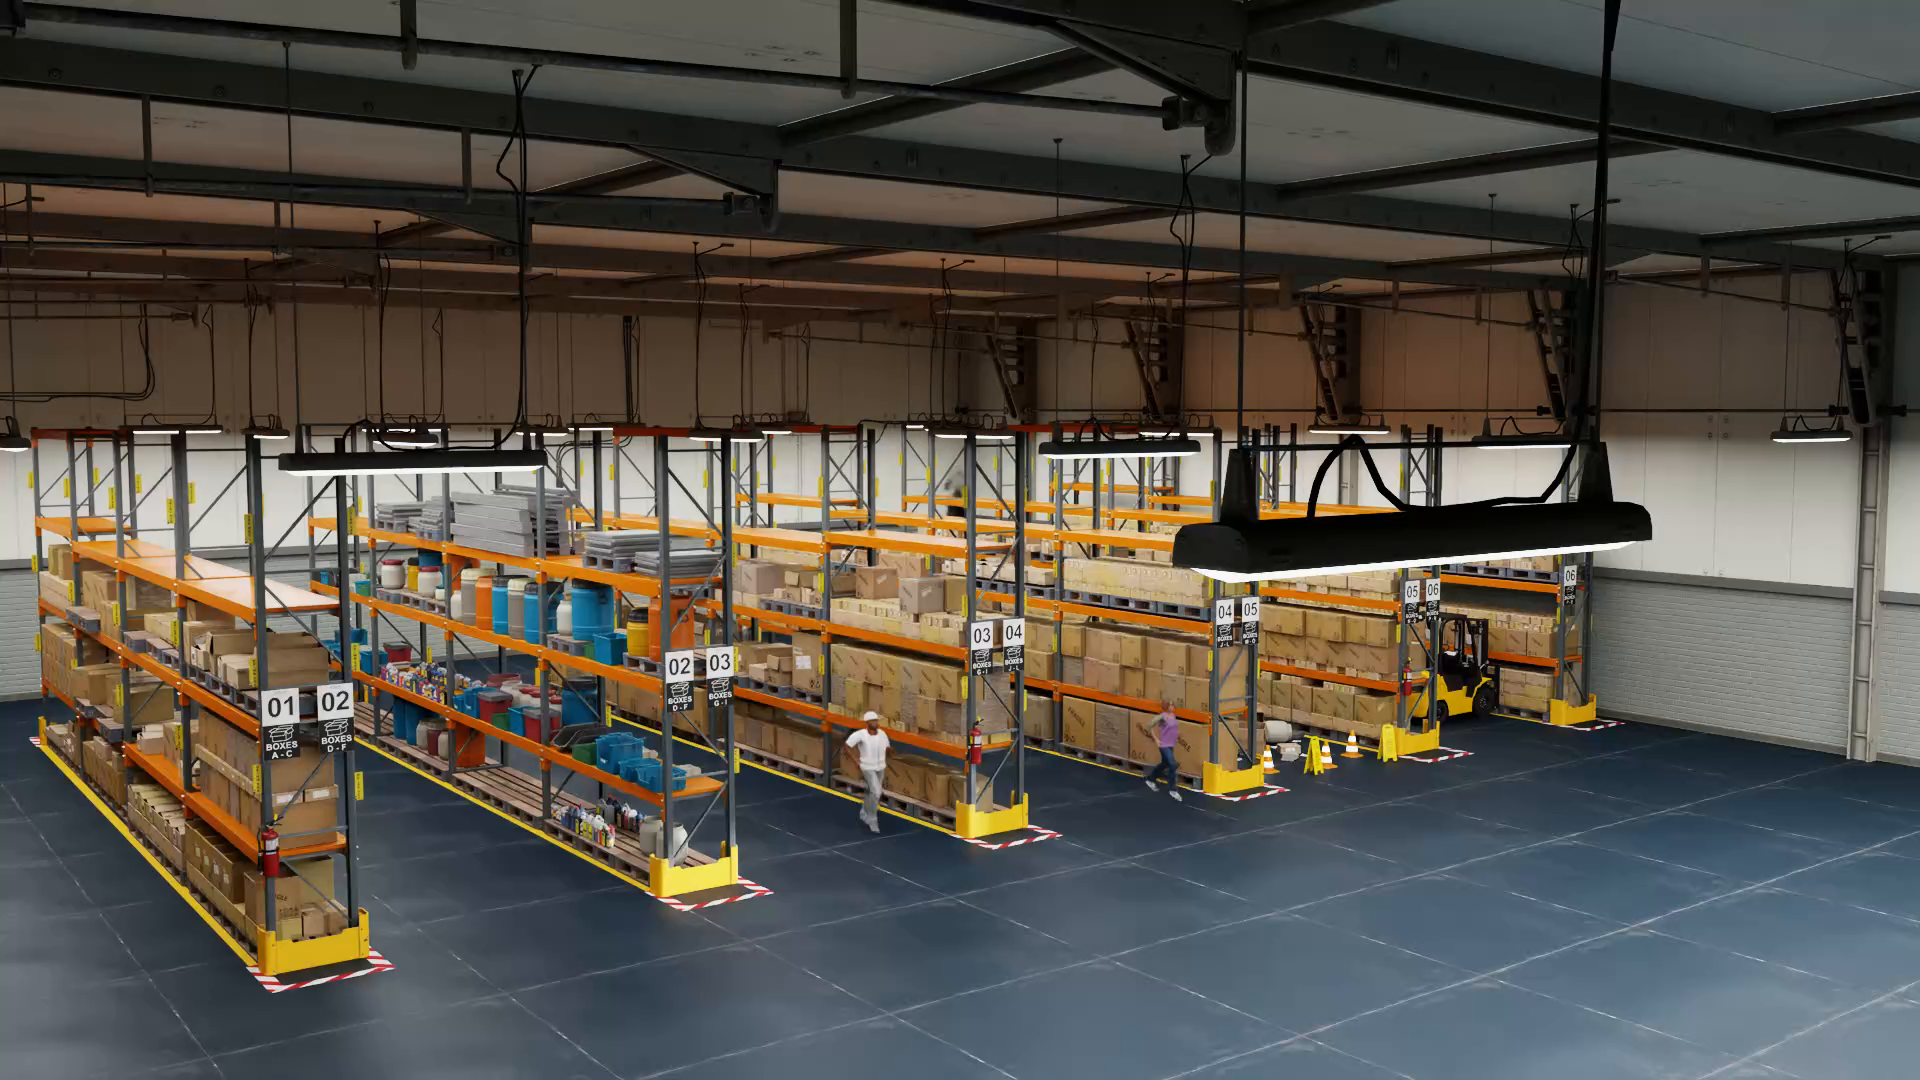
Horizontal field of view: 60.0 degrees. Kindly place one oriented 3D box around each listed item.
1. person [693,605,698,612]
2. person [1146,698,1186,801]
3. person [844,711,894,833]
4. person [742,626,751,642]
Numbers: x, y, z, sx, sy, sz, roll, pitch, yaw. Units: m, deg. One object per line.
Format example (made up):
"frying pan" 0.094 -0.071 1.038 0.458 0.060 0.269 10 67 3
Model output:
"person" -6.518 2.374 39.614 0.789 1.727 0.676 1 5 10
"person" 3.332 3.394 27.149 0.761 1.636 0.475 3 6 37
"person" -1.310 3.487 25.051 0.672 1.822 0.715 -4 6 -43
"person" -5.307 2.237 41.930 0.500 1.647 0.673 1 5 13
